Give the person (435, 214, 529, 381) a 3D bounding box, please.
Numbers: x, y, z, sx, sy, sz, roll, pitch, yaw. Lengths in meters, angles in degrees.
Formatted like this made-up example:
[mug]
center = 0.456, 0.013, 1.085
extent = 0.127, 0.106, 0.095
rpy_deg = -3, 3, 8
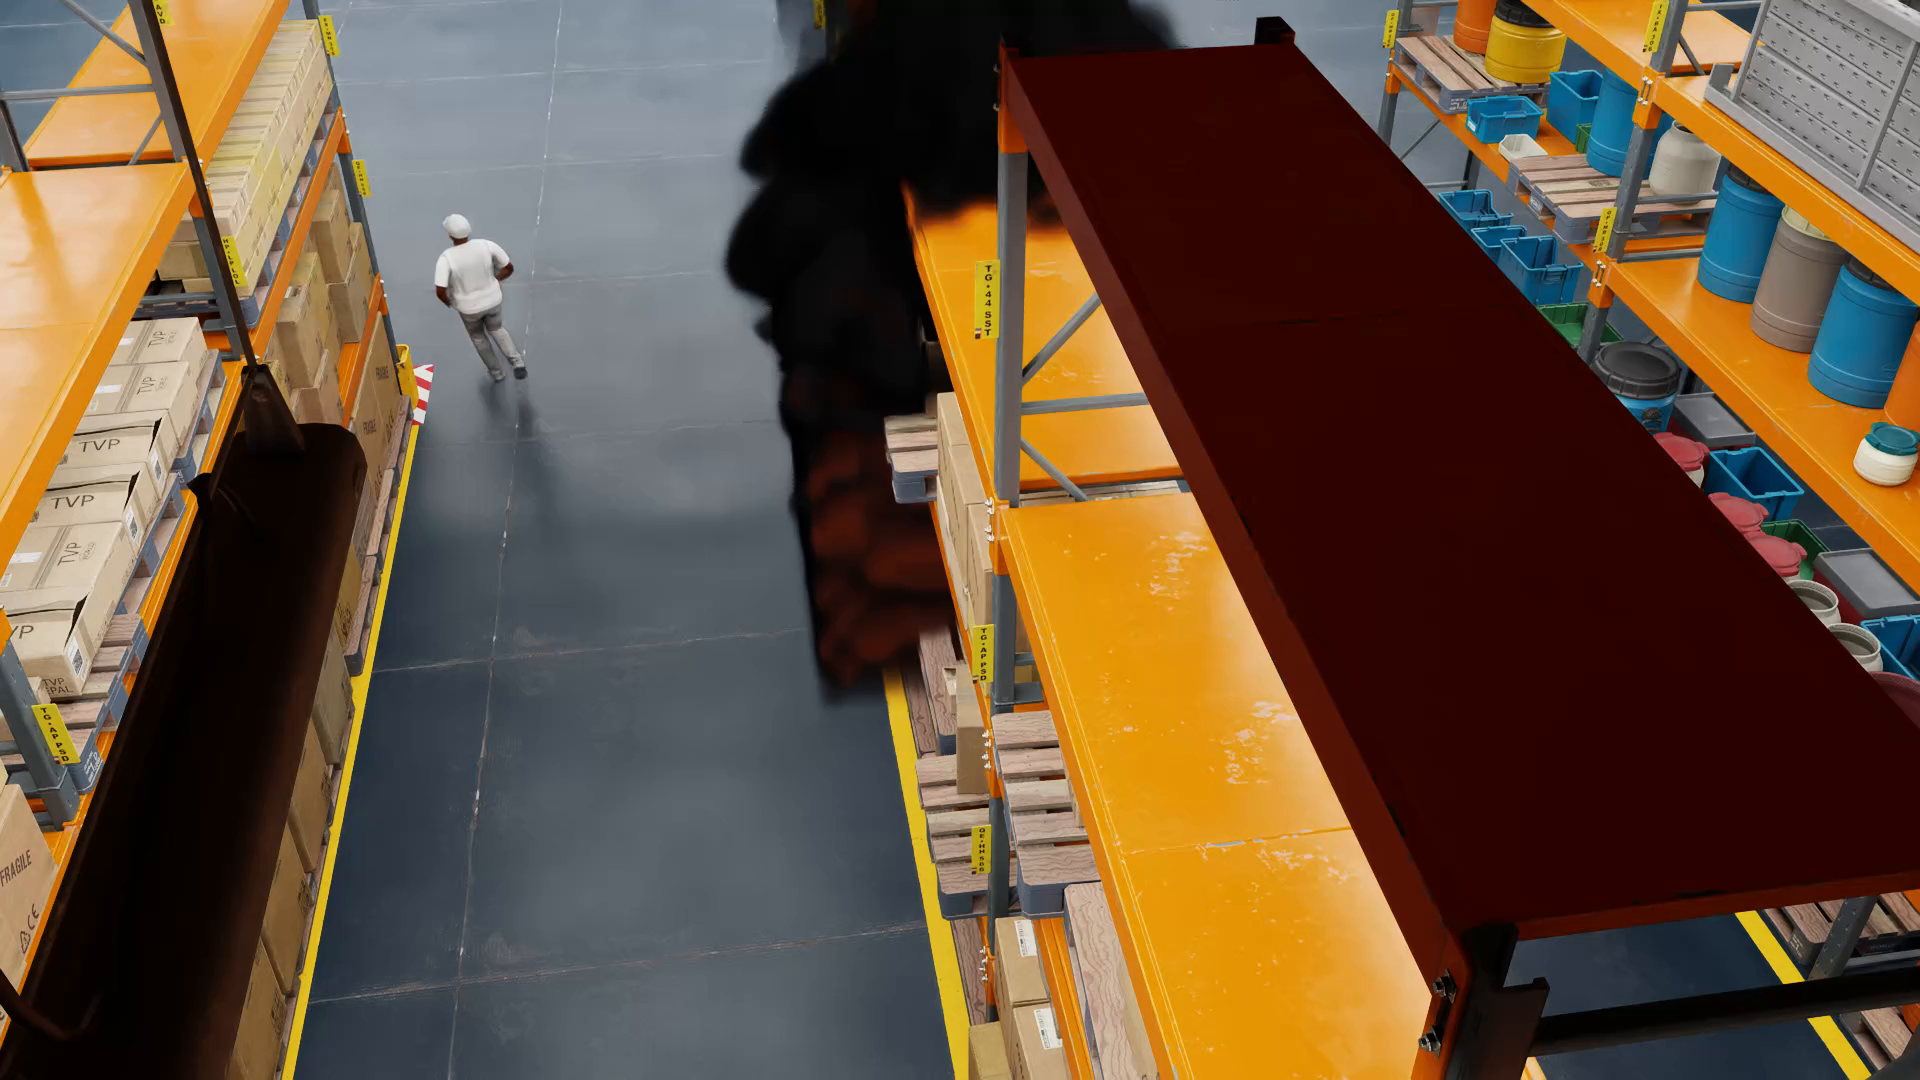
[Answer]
[person]
center = -4.319, -2.107, 14.890
extent = 0.718, 1.754, 0.681
rpy_deg = -23, 42, -28
